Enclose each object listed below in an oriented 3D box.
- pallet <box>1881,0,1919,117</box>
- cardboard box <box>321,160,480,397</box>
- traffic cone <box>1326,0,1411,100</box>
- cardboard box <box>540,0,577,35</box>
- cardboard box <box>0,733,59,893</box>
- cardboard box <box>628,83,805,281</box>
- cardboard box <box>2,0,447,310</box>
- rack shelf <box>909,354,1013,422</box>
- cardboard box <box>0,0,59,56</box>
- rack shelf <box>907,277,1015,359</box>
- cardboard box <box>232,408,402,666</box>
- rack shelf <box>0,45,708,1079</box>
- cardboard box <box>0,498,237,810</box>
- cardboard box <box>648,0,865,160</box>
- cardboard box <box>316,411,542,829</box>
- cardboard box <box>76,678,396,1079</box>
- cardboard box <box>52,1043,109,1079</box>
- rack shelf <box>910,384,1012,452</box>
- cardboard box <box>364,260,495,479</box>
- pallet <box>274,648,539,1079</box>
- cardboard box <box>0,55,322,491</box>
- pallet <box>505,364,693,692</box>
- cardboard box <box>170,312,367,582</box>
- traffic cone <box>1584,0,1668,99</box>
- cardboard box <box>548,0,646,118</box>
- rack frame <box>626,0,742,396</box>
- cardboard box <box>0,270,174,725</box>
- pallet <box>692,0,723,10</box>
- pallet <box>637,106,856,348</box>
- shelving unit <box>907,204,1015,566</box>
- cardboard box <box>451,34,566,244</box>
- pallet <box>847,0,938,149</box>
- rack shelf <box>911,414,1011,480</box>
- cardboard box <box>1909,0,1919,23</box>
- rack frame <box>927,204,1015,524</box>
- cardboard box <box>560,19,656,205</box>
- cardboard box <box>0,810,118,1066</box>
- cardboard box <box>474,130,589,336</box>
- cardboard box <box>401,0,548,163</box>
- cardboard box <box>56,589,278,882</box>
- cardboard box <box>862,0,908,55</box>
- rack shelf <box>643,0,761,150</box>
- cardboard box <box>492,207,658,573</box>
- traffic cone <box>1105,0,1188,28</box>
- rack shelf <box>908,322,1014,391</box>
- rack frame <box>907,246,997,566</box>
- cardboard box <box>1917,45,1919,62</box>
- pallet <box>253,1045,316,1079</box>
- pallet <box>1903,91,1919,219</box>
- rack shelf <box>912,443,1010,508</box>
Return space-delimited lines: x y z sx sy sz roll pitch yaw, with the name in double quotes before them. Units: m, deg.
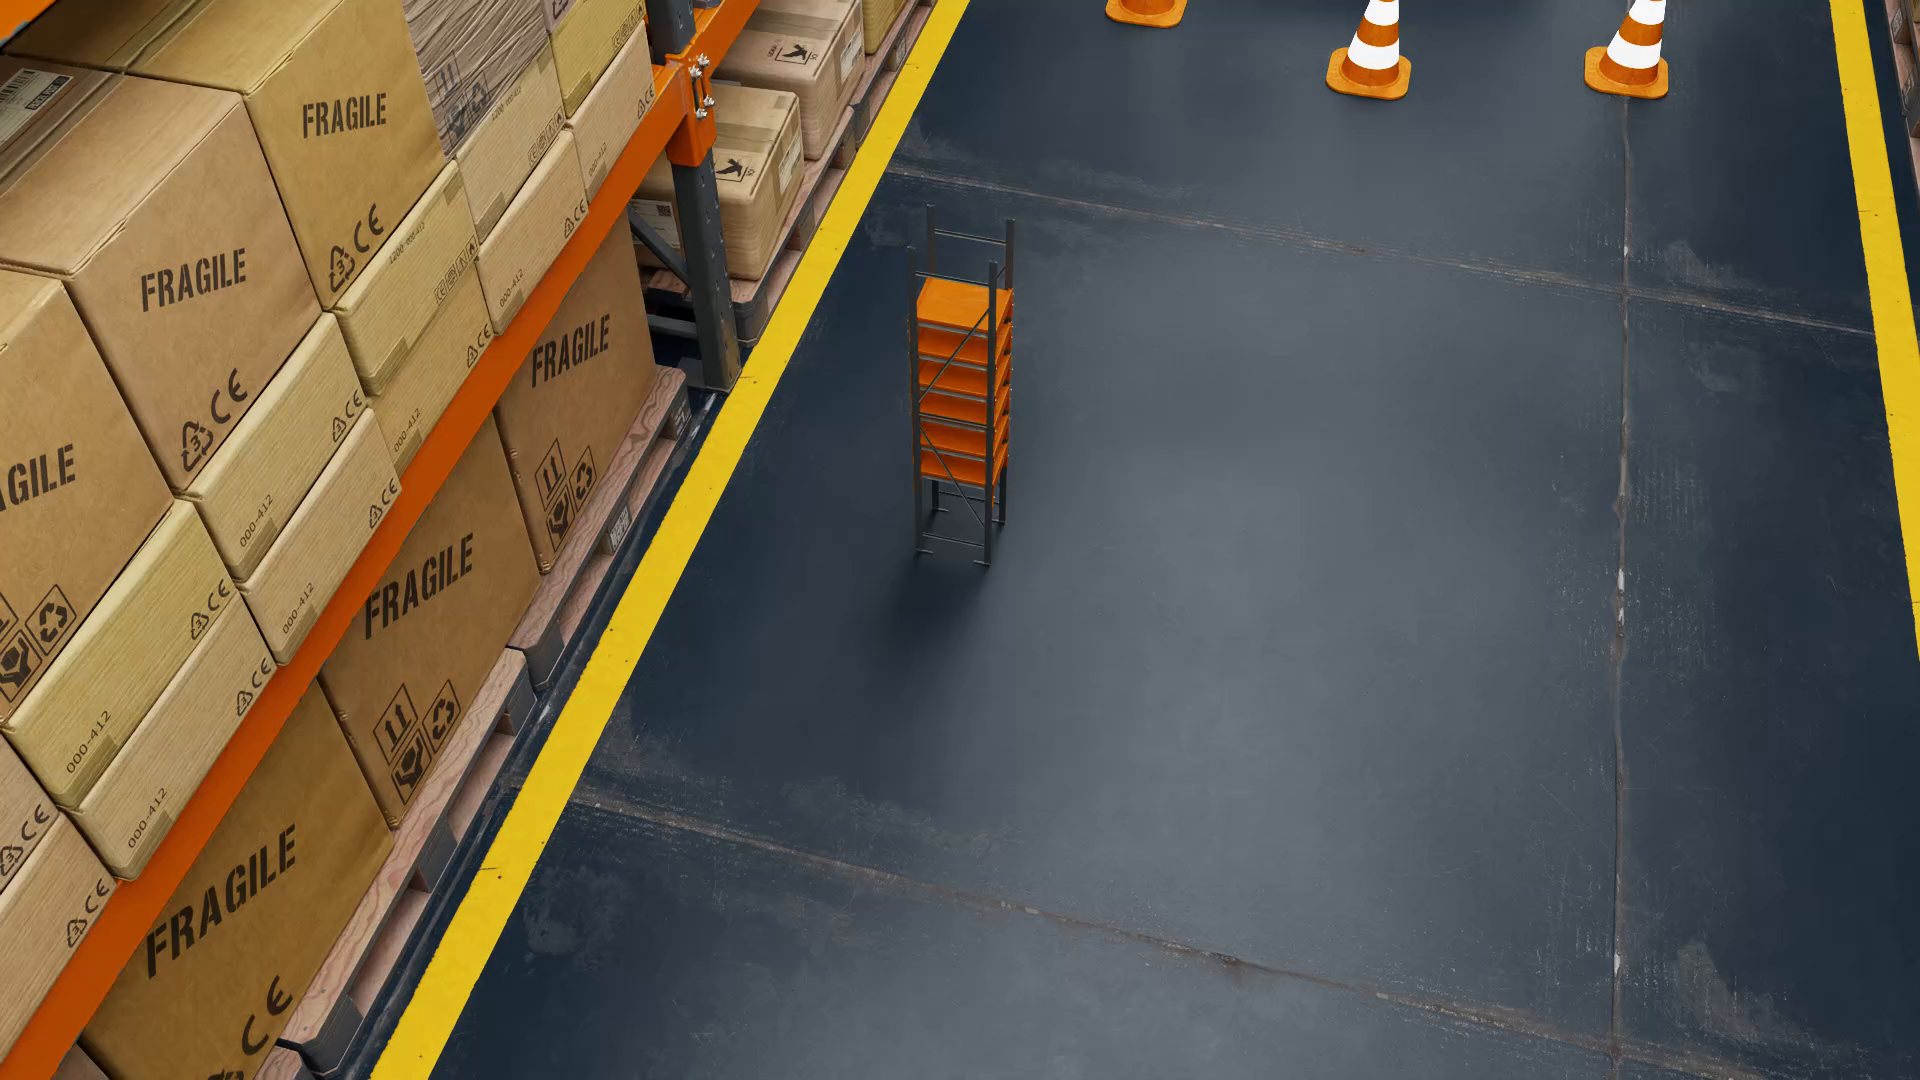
"pallet" 4.471 -2.124 6.984 1.003 0.211 1.213 12 50 10
"cardboard box" -1.382 -0.600 3.545 0.500 0.250 0.500 10 49 9
"traffic cone" 1.712 -2.104 6.798 0.336 0.463 0.334 12 50 10
"cardboard box" -1.137 -1.569 3.900 0.500 0.500 0.500 10 49 9
"cardboard box" -1.808 0.502 2.573 0.500 0.250 0.500 12 50 11
"cardboard box" -1.095 -1.307 5.875 0.950 0.372 0.625 9 49 7
"cardboard box" -1.401 -0.838 3.255 0.500 0.500 0.500 12 50 10
"rack shelf" 0.004 -0.458 4.753 0.258 0.103 0.180 12 50 10
"cardboard box" -1.891 -0.954 3.358 0.500 0.500 0.500 13 50 11
"rack shelf" 0.004 -0.616 4.573 0.258 0.103 0.180 12 50 10
"cardboard box" -1.510 -0.056 3.398 0.500 0.250 0.500 11 49 9
"rack shelf" -1.779 0.054 3.681 1.077 0.370 4.000 12 50 10
"cardboard box" -1.649 0.142 2.891 0.500 0.250 0.500 12 50 11
"cardboard box" -0.908 -1.842 6.347 0.950 0.372 0.625 11 49 9
"cardboard box" -1.754 0.061 4.332 0.875 0.875 0.875 12 50 10
"cardboard box" -1.990 0.708 3.762 0.875 0.875 0.875 13 50 11
"cardboard box" -2.220 1.363 3.184 0.875 0.875 0.875 13 50 11
"rack shelf" 0.004 -0.378 4.843 0.258 0.103 0.180 12 50 10
"cardboard box" -1.403 -0.430 3.729 0.500 0.250 0.500 11 50 10
"pallet" -1.856 0.727 4.467 1.003 0.211 1.213 12 50 10
"cardboard box" -1.541 -0.473 2.934 0.500 0.500 0.500 11 49 9
"pallet" -1.533 -0.152 5.244 1.003 0.211 1.213 12 50 10
"cardboard box" -1.518 -0.224 3.214 0.500 0.250 0.500 10 49 9
"traffic cone" 2.792 -2.108 6.802 0.336 0.463 0.334 12 50 10
"cardboard box" -1.135 -1.346 4.204 0.500 0.250 0.500 11 50 10
"rack frame" -1.253 -1.630 4.688 1.000 3.000 0.127 12 50 10
"cardboard box" -1.671 -0.098 2.603 0.500 0.500 0.500 10 49 9
"pallet" -1.168 -2.103 5.234 1.213 0.211 1.003 12 50 10
"pallet" -1.046 -1.273 6.232 1.003 0.211 1.213 12 50 10
"shelving unit" 0.004 -0.407 4.809 0.258 1.200 0.189 12 50 10
"cardboard box" -1.267 -0.974 3.876 0.500 0.250 0.500 10 49 9
"pallet" -0.723 -2.152 7.009 1.003 0.211 1.213 12 50 10
"rack shelf" 0.004 -0.299 4.933 0.258 0.103 0.180 12 50 10
"cardboard box" 4.525 -2.548 6.718 1.050 0.750 0.750 11 50 10
"rack frame" 0.028 -0.474 4.868 0.240 1.200 0.006 12 50 10
"cardboard box" -1.136 -1.164 4.376 0.500 0.250 0.500 10 49 9
"cardboard box" -1.801 0.672 2.756 0.500 0.250 0.500 10 49 9
"cardboard box" -1.255 -0.791 4.048 0.500 0.250 0.500 12 50 11
"cardboard box" -1.264 -1.196 3.571 0.500 0.500 0.500 12 50 11
"cardboard box" -1.650 0.304 3.081 0.500 0.250 0.500 11 50 10
"cardboard box" -0.703 -2.389 6.831 0.950 0.372 0.625 13 50 11
"rack shelf" -0.727 -2.839 6.235 1.077 0.370 4.000 12 50 10
"cardboard box" -1.515 -0.583 4.901 0.875 0.875 0.875 11 50 10
"traffic cone" 0.824 -2.511 7.158 0.336 0.463 0.334 12 50 10
"rack shelf" 0.004 -0.537 4.663 0.258 0.103 0.180 12 50 10
"rack frame" -0.020 -0.341 4.751 0.240 1.200 0.006 12 50 10
"cardboard box" 4.268 -1.851 6.103 1.050 0.750 0.750 12 50 10
"pallet" -2.175 1.613 3.686 1.003 0.211 1.213 12 50 10
"pallet" 4.152 -1.239 6.203 1.003 0.211 1.213 12 50 10
"rack shelf" 0.004 -0.219 5.023 0.258 0.103 0.180 12 50 10
